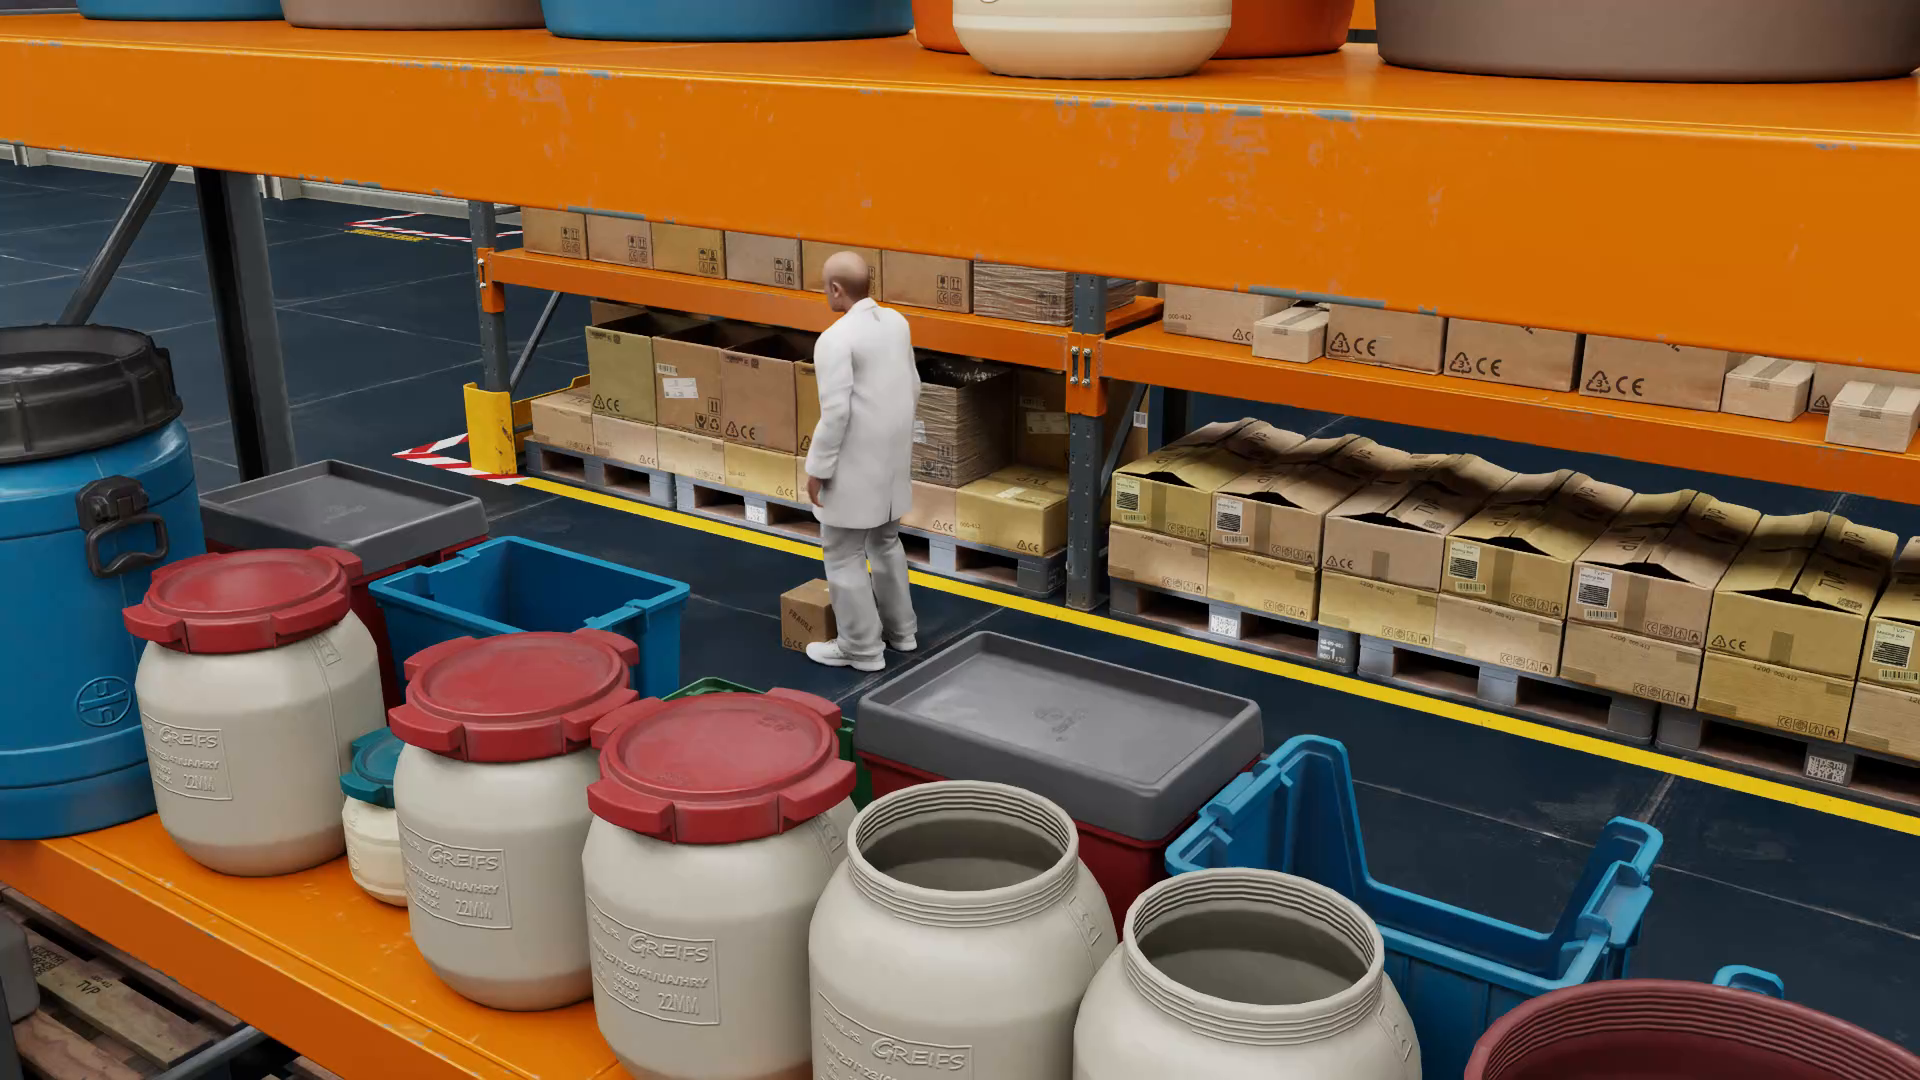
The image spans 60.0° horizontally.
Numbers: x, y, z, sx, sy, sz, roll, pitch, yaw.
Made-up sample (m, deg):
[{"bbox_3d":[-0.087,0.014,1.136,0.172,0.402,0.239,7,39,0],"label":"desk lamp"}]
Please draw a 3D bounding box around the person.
[{"bbox_3d":[-0.412,-0.330,7.023,0.424,1.774,0.644,13,24,33],"label":"person"}]
